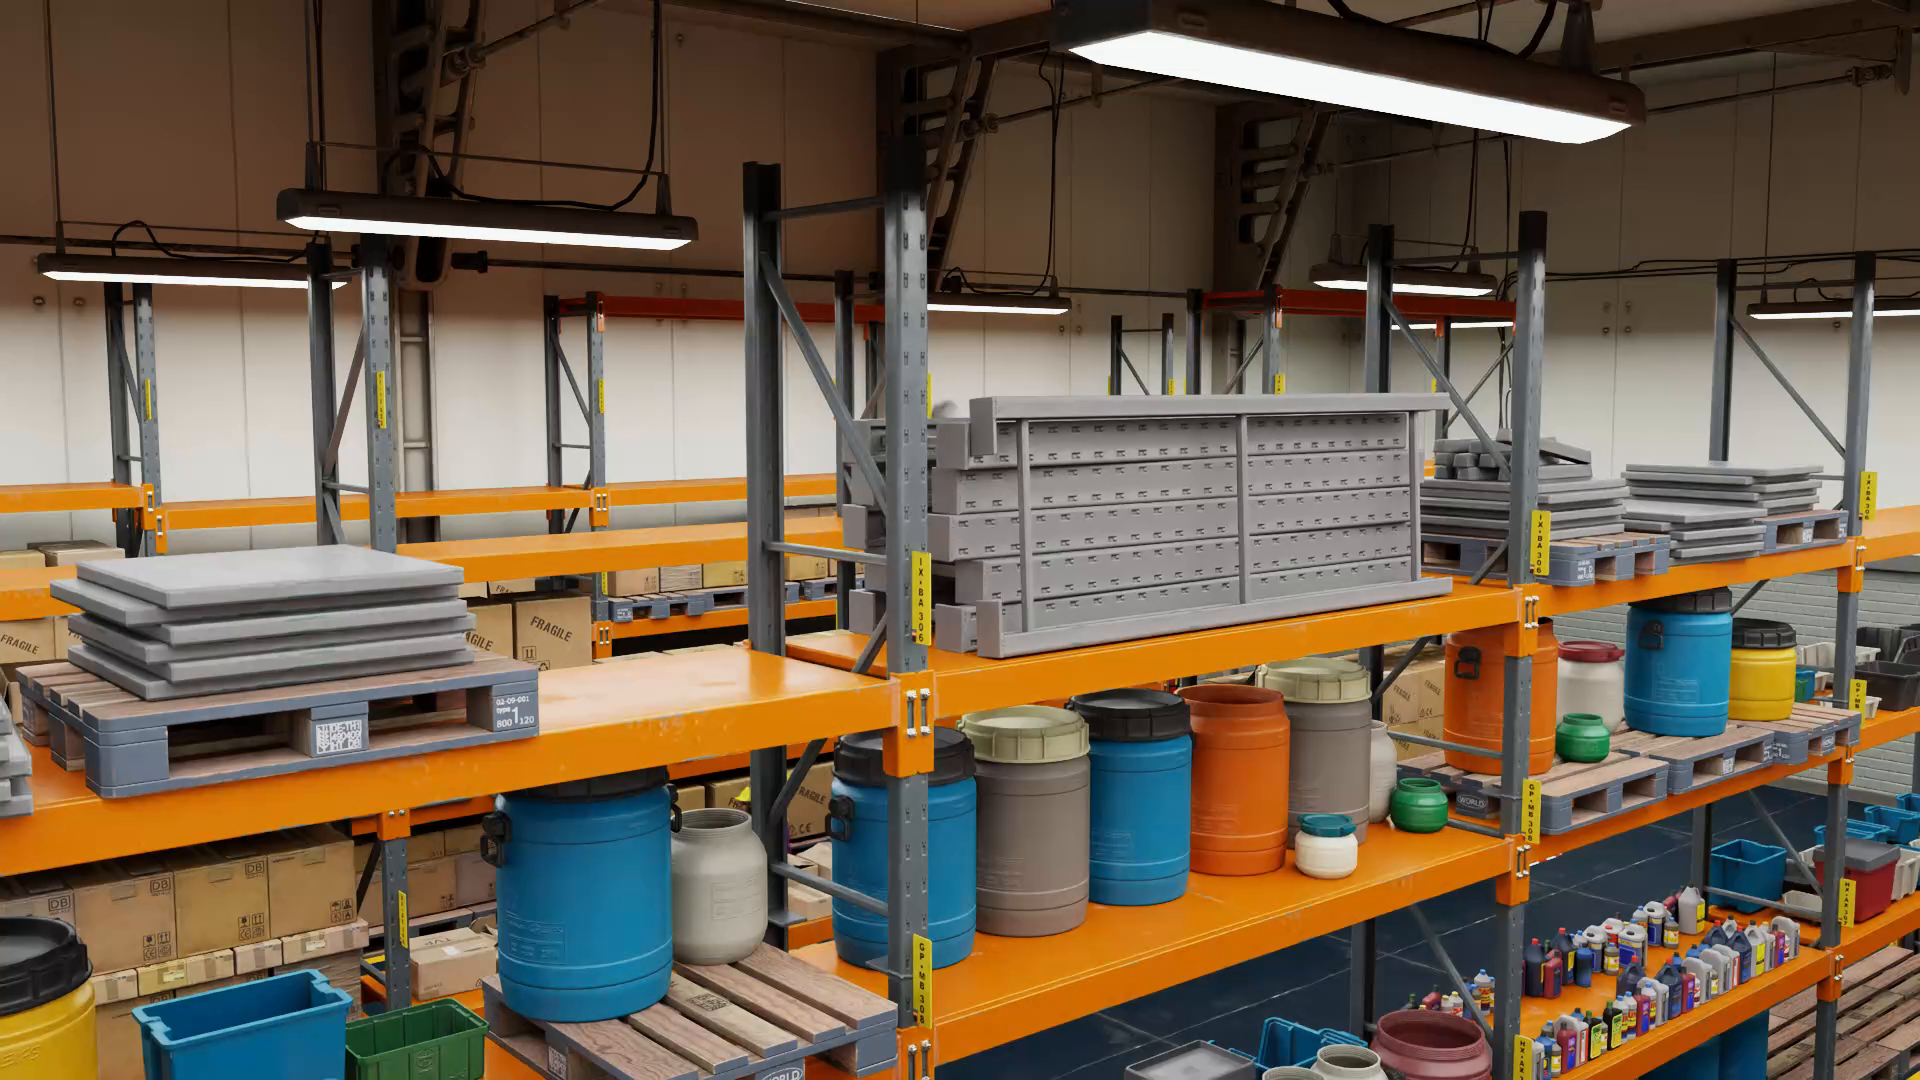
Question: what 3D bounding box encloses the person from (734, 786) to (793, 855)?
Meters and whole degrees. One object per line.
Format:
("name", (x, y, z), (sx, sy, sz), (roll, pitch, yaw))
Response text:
("person", (-1.798, 2.950, 14.142), (0.579, 1.723, 0.698), (-5, 7, -39))
